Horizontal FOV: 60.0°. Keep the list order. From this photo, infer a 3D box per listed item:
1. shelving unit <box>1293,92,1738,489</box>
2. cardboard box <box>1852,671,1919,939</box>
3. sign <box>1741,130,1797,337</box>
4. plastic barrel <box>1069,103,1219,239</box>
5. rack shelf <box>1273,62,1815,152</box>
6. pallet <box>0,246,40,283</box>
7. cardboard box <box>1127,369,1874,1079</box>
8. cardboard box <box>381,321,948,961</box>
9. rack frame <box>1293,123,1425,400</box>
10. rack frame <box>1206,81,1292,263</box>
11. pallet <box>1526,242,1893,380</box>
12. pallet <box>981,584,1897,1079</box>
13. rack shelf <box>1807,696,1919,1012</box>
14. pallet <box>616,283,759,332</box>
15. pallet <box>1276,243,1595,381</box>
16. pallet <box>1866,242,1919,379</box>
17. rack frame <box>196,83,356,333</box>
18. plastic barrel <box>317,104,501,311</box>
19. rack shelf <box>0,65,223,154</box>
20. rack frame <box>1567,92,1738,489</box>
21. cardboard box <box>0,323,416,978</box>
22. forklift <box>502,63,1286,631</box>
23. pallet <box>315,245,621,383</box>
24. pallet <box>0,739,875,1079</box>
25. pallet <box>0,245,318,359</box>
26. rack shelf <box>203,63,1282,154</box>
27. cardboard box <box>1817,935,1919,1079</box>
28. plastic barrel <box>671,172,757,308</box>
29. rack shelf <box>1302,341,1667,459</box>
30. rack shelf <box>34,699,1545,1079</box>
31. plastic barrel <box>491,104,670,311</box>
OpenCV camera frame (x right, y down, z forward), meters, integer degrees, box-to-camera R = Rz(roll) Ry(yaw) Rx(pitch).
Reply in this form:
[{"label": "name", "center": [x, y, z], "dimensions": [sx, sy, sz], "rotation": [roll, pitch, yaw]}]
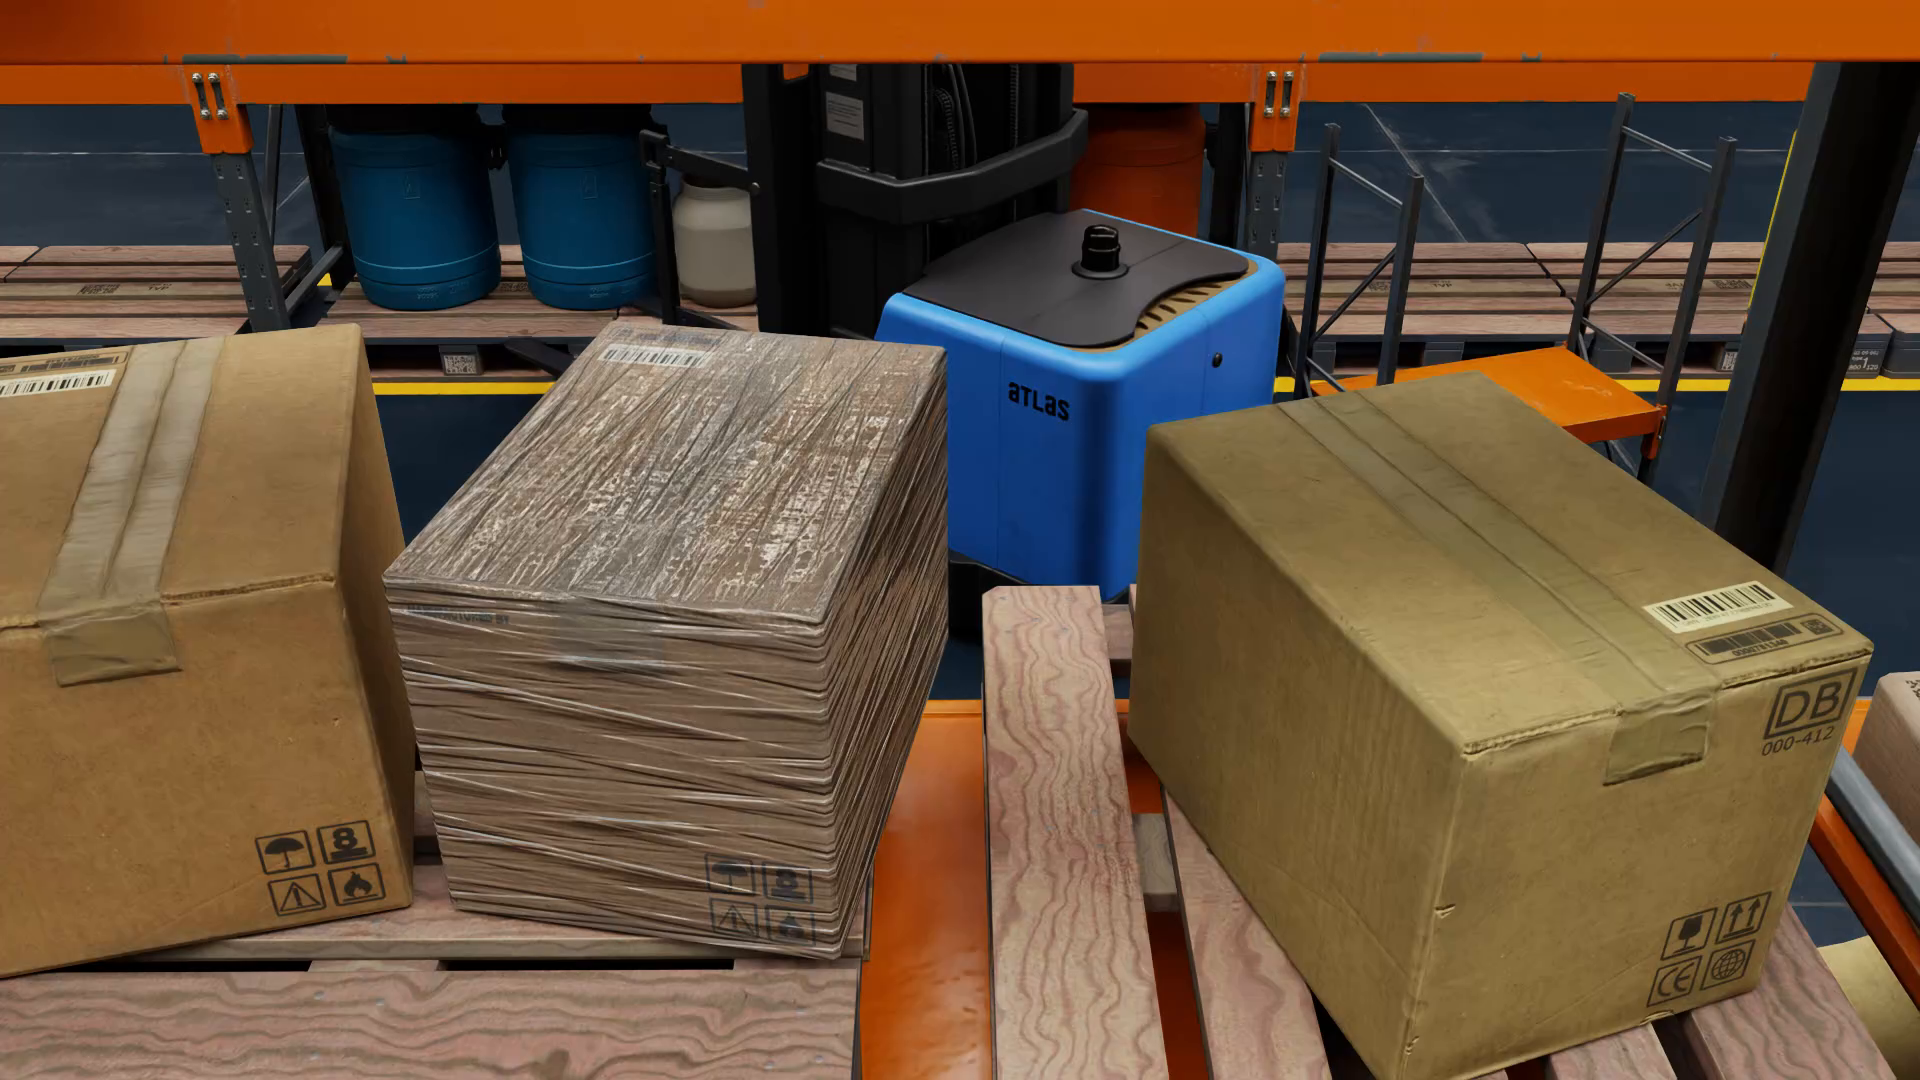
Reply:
[{"label": "shelving unit", "center": [1.632, -0.535, 5.186], "dimensions": [1.083, 1.500, 0.587], "rotation": [-10, 33, -15]}, {"label": "cardboard box", "center": [1.582, 0.413, 2.263], "dimensions": [0.500, 0.311, 0.500], "rotation": [2, 31, 3]}, {"label": "sign", "center": [1.212, -0.429, 2.450], "dimensions": [0.005, 0.325, 0.100], "rotation": [0, 31, 0]}, {"label": "plastic barrel", "center": [0.703, -1.457, 6.947], "dimensions": [0.708, 0.830, 0.600], "rotation": [0, 31, 0]}, {"label": "rack shelf", "center": [3.192, -1.915, 6.707], "dimensions": [4.000, 0.370, 1.077], "rotation": [0, 31, 0]}, {"label": "pallet", "center": [-4.766, -0.983, 7.167], "dimensions": [1.213, 0.211, 1.003], "rotation": [0, 31, 0]}, {"label": "cardboard box", "center": [0.589, 0.192, 2.041], "dimensions": [0.500, 0.500, 0.700], "rotation": [-11, 33, -17]}, {"label": "cardboard box", "center": [-0.327, 0.096, 2.200], "dimensions": [0.500, 0.500, 0.700], "rotation": [6, 32, 9]}, {"label": "rack frame", "center": [1.157, -0.455, 5.054], "dimensions": [0.032, 1.500, 0.500], "rotation": [-10, 33, -15]}, {"label": "rack frame", "center": [1.192, -2.216, 6.510], "dimensions": [0.127, 3.000, 1.000], "rotation": [0, 31, 0]}, {"label": "pallet", "center": [3.184, -1.008, 7.208], "dimensions": [1.213, 0.211, 1.003], "rotation": [0, 31, 0]}, {"label": "pallet", "center": [0.541, 0.474, 2.262], "dimensions": [1.003, 0.211, 1.213], "rotation": [0, 31, 0]}, {"label": "rack shelf", "center": [3.218, 0.655, 2.472], "dimensions": [4.000, 0.370, 1.077], "rotation": [0, 31, 0]}, {"label": "pallet", "center": [-0.813, -0.997, 7.190], "dimensions": [1.213, 0.211, 1.003], "rotation": [0, 31, 0]}, {"label": "pallet", "center": [1.967, -1.006, 7.204], "dimensions": [1.213, 0.211, 1.003], "rotation": [0, 31, 0]}, {"label": "pallet", "center": [4.407, -1.014, 7.217], "dimensions": [1.213, 0.211, 1.003], "rotation": [0, 31, 0]}, {"label": "rack frame", "center": [-2.808, -2.203, 6.490], "dimensions": [0.127, 3.000, 1.000], "rotation": [0, 31, 0]}, {"label": "plastic barrel", "center": [-2.264, -1.479, 6.913], "dimensions": [0.708, 0.901, 0.600], "rotation": [0, 31, 0]}, {"label": "rack shelf", "center": [-4.808, -1.889, 6.666], "dimensions": [4.000, 0.370, 1.077], "rotation": [0, 31, 0]}, {"label": "rack frame", "center": [2.124, -0.618, 5.323], "dimensions": [0.032, 1.500, 0.500], "rotation": [-10, 33, -15]}, {"label": "cardboard box", "center": [-1.015, 0.106, 2.182], "dimensions": [0.500, 0.500, 0.700], "rotation": [-8, 32, -13]}, {"label": "forklift", "center": [-0.444, -1.481, 5.365], "dimensions": [3.031, 2.935, 1.130], "rotation": [23, 38, 33]}, {"label": "pallet", "center": [-2.036, -0.992, 7.181], "dimensions": [1.213, 0.211, 1.003], "rotation": [0, 31, 0]}, {"label": "pallet", "center": [-0.726, 0.444, 2.311], "dimensions": [1.213, 0.211, 1.003], "rotation": [0, 31, 0]}, {"label": "pallet", "center": [-3.543, -0.989, 7.176], "dimensions": [1.213, 0.211, 1.003], "rotation": [0, 31, 0]}, {"label": "rack shelf", "center": [-0.808, -1.902, 6.687], "dimensions": [4.000, 0.370, 1.077], "rotation": [0, 31, 0]}, {"label": "cardboard box", "center": [1.741, 0.980, 2.948], "dimensions": [0.500, 0.311, 0.500], "rotation": [1, 31, 1]}, {"label": "plastic barrel", "center": [-0.990, -1.270, 6.944], "dimensions": [0.421, 0.512, 0.421], "rotation": [0, 31, 0]}, {"label": "rack shelf", "center": [1.641, -0.383, 5.282], "dimensions": [1.000, 0.185, 0.538], "rotation": [-10, 33, -15]}, {"label": "rack shelf", "center": [-0.782, 0.667, 2.452], "dimensions": [4.000, 0.370, 1.077], "rotation": [0, 31, 0]}, {"label": "plastic barrel", "center": [-1.556, -1.481, 6.917], "dimensions": [0.708, 0.901, 0.600], "rotation": [0, 31, 0]}]
